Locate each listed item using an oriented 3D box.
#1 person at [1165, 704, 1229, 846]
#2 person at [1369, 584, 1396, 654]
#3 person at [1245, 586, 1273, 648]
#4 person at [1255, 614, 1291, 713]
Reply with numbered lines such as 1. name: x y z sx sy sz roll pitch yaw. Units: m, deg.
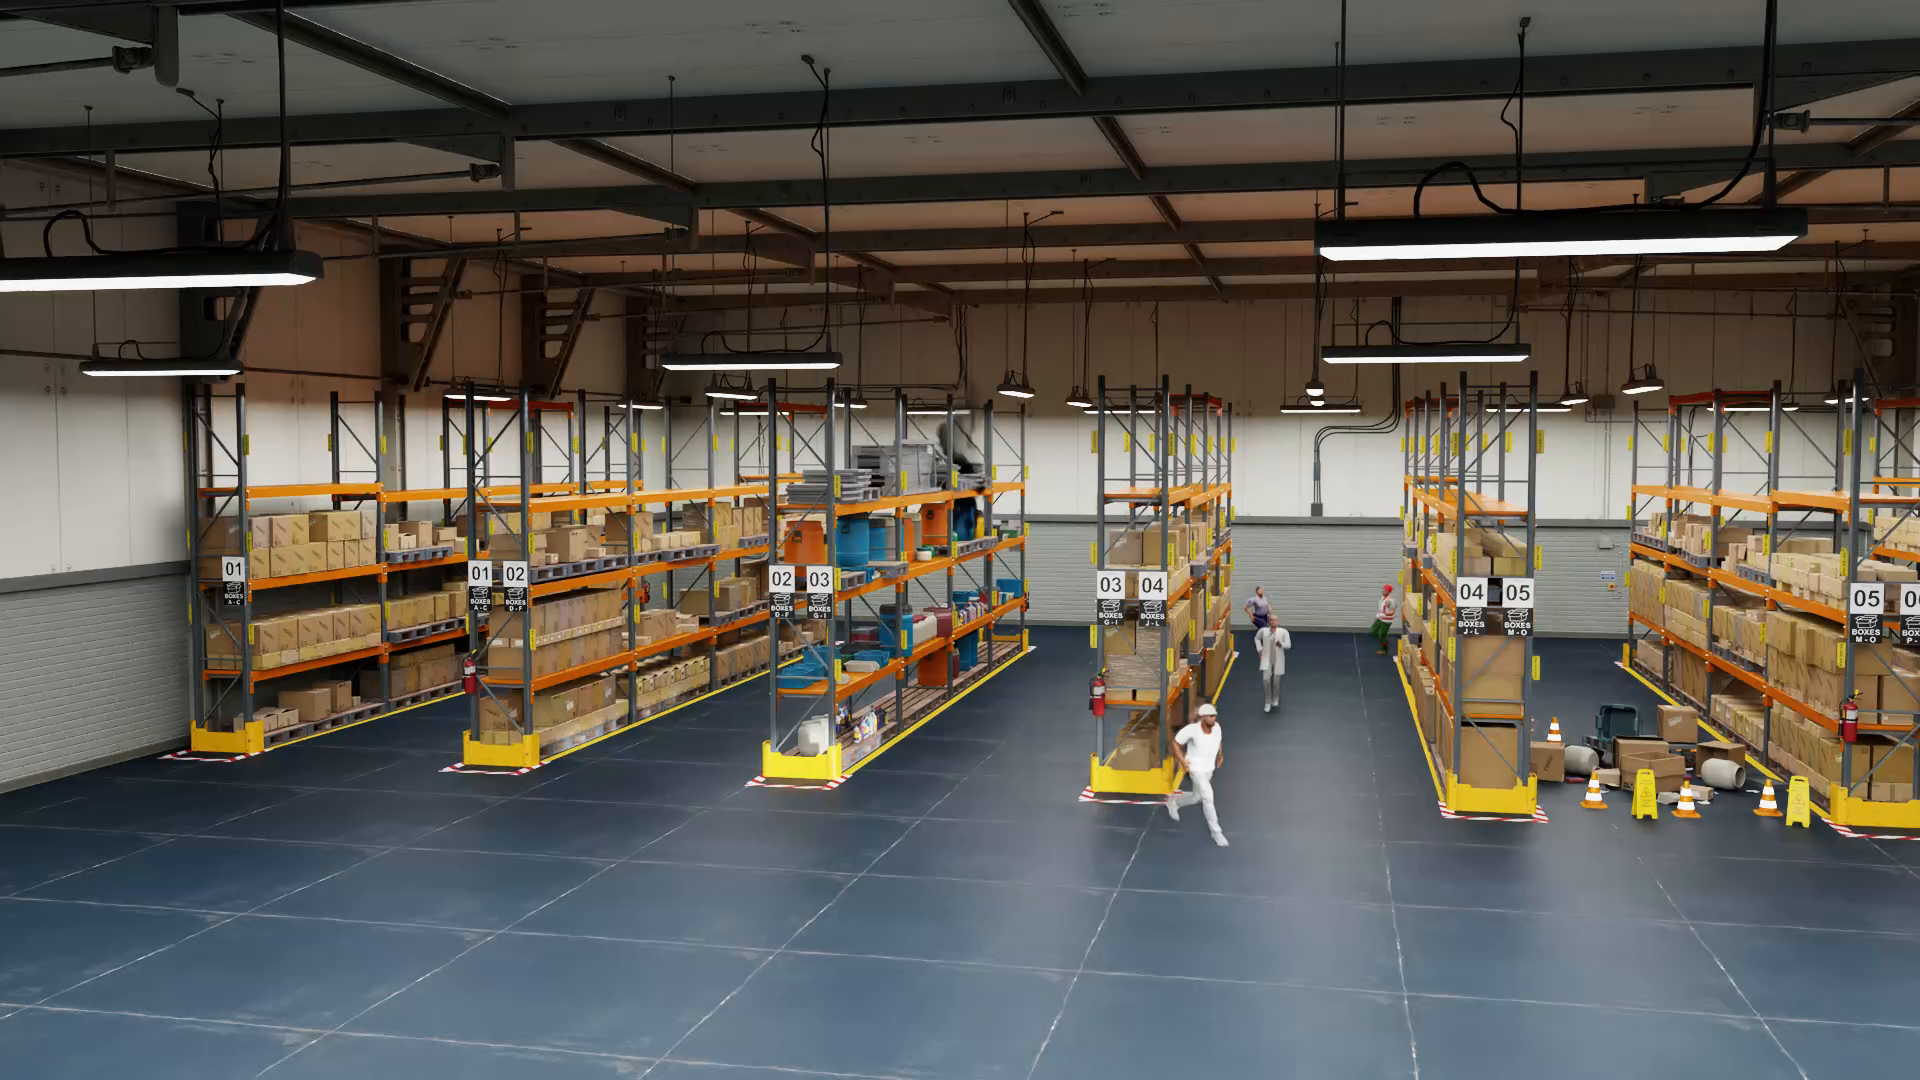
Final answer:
1. person: 3.013 2.932 21.155 0.700 1.752 1.108 -3 4 -39
2. person: 10.039 1.893 39.406 0.550 1.705 0.728 -1 3 -17
3. person: 7.194 1.934 39.797 0.689 1.673 0.669 -3 4 -39
4. person: 5.893 2.323 31.357 0.682 1.839 0.801 1 3 11
